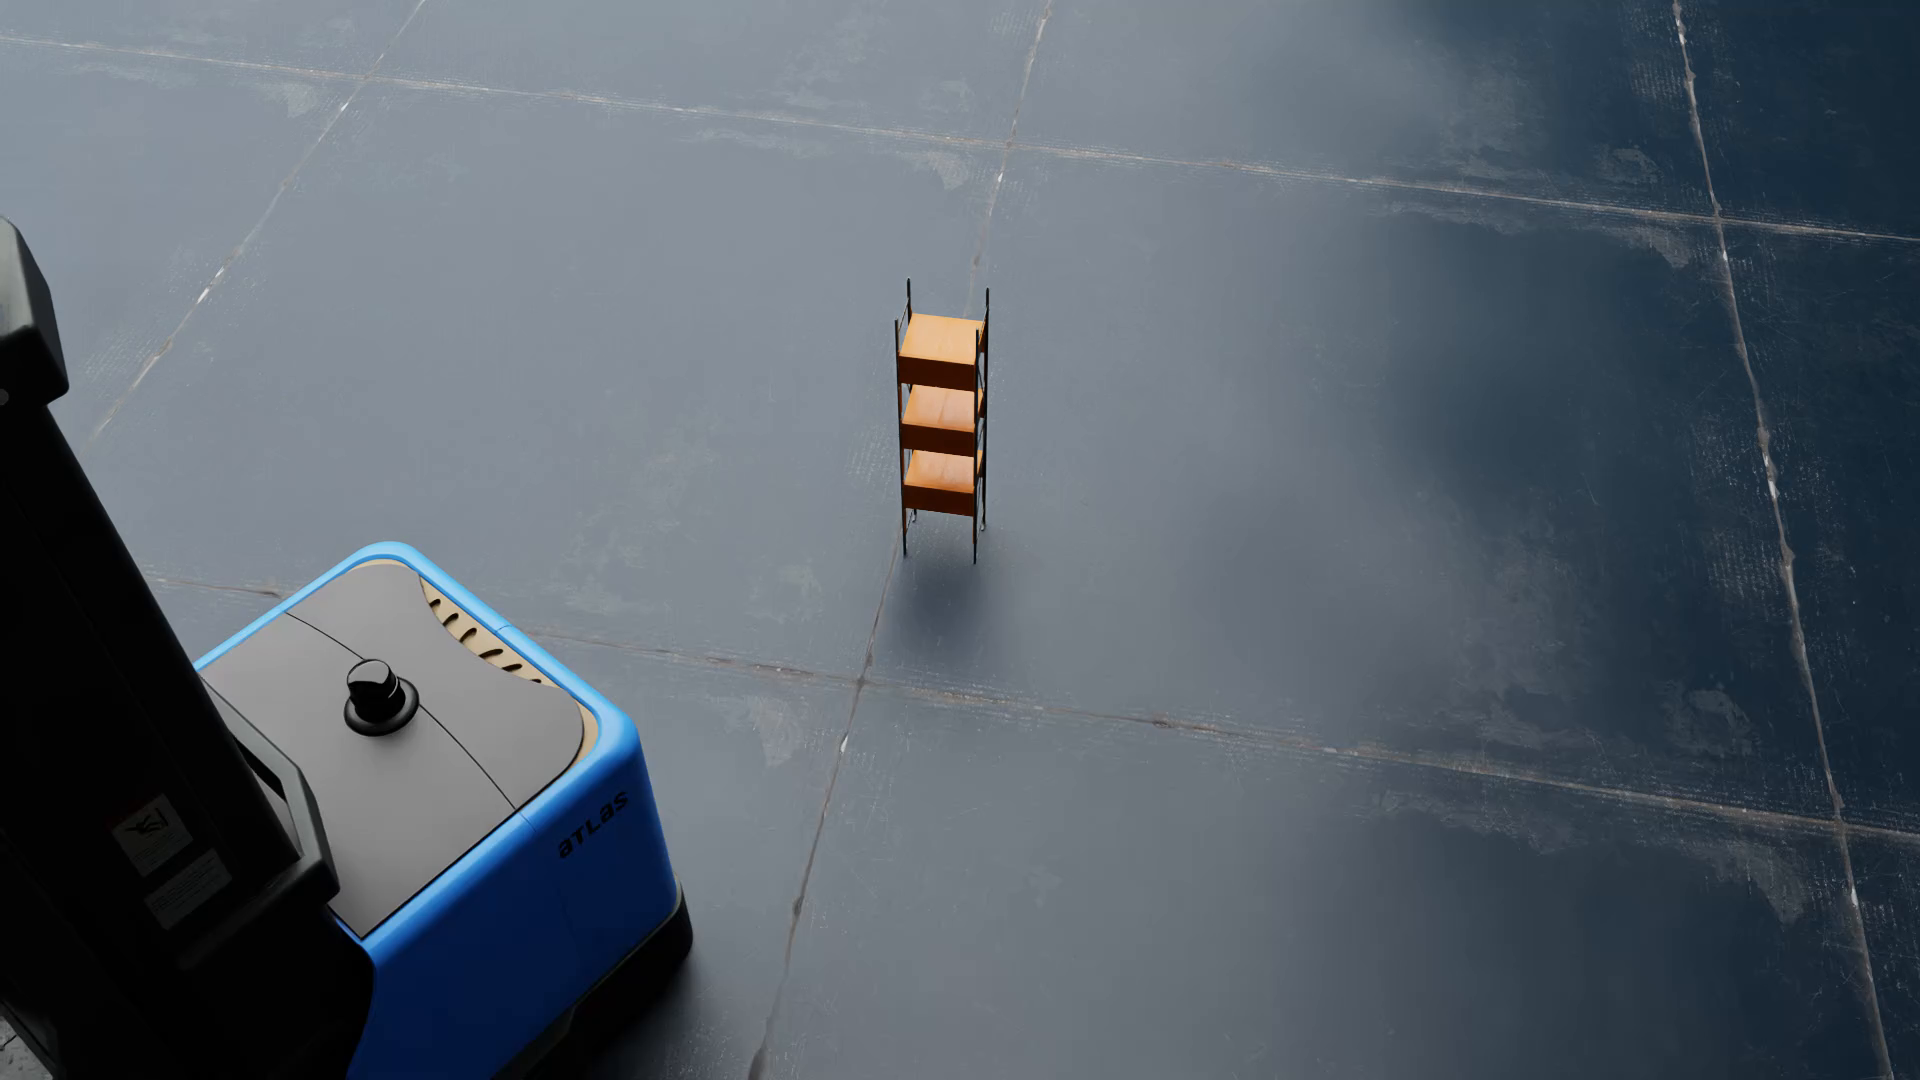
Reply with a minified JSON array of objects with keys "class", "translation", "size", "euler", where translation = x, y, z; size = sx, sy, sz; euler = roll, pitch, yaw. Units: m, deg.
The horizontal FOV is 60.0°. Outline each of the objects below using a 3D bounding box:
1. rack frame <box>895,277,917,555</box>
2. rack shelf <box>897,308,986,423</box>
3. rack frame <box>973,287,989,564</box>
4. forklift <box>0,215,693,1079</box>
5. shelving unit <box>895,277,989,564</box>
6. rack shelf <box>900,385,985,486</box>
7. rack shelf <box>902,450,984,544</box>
[{"class":"rack frame","translation":[-0.173,-0.374,5.380],"size":[0.008,1.050,0.200],"euler":[8,49,7]},{"class":"rack shelf","translation":[-0.053,-0.541,5.163],"size":[0.240,0.259,0.215],"euler":[8,49,7]},{"class":"rack frame","translation":[0.067,-0.342,5.351],"size":[0.008,1.050,0.200],"euler":[8,49,7]},{"class":"forklift","translation":[-2.084,0.783,3.076],"size":[1.130,2.935,3.031],"euler":[32,56,26]},{"class":"shelving unit","translation":[-0.053,-0.358,5.366],"size":[0.252,1.050,0.215],"euler":[8,49,7]},{"class":"rack shelf","translation":[-0.053,-0.351,5.374],"size":[0.240,0.259,0.215],"euler":[8,49,7]},{"class":"rack shelf","translation":[-0.053,-0.165,5.580],"size":[0.240,0.259,0.215],"euler":[8,49,7]}]
